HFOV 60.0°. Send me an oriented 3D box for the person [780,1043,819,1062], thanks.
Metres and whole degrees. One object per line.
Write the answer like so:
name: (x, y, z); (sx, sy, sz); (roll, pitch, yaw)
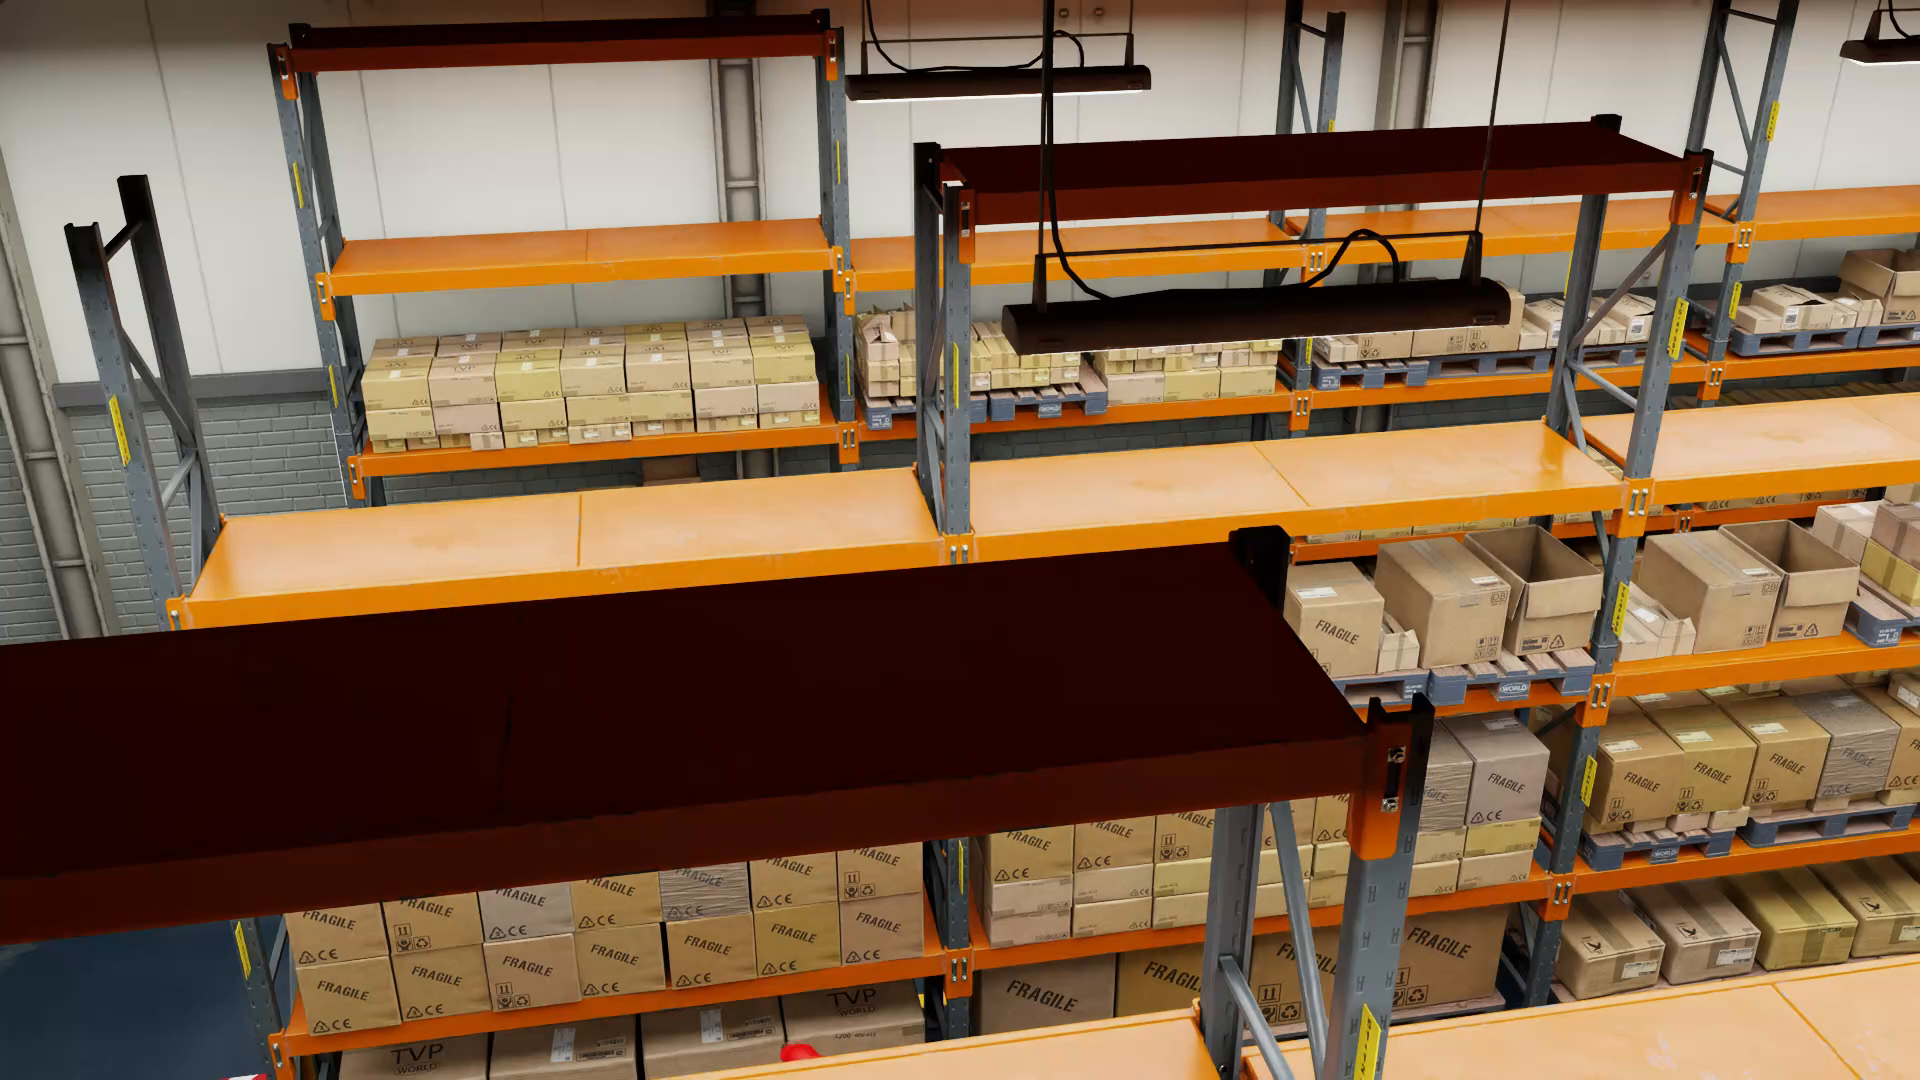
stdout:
person: (-0.831, 3.453, 9.079); (0.412, 1.793, 0.607); (16, 30, 30)
